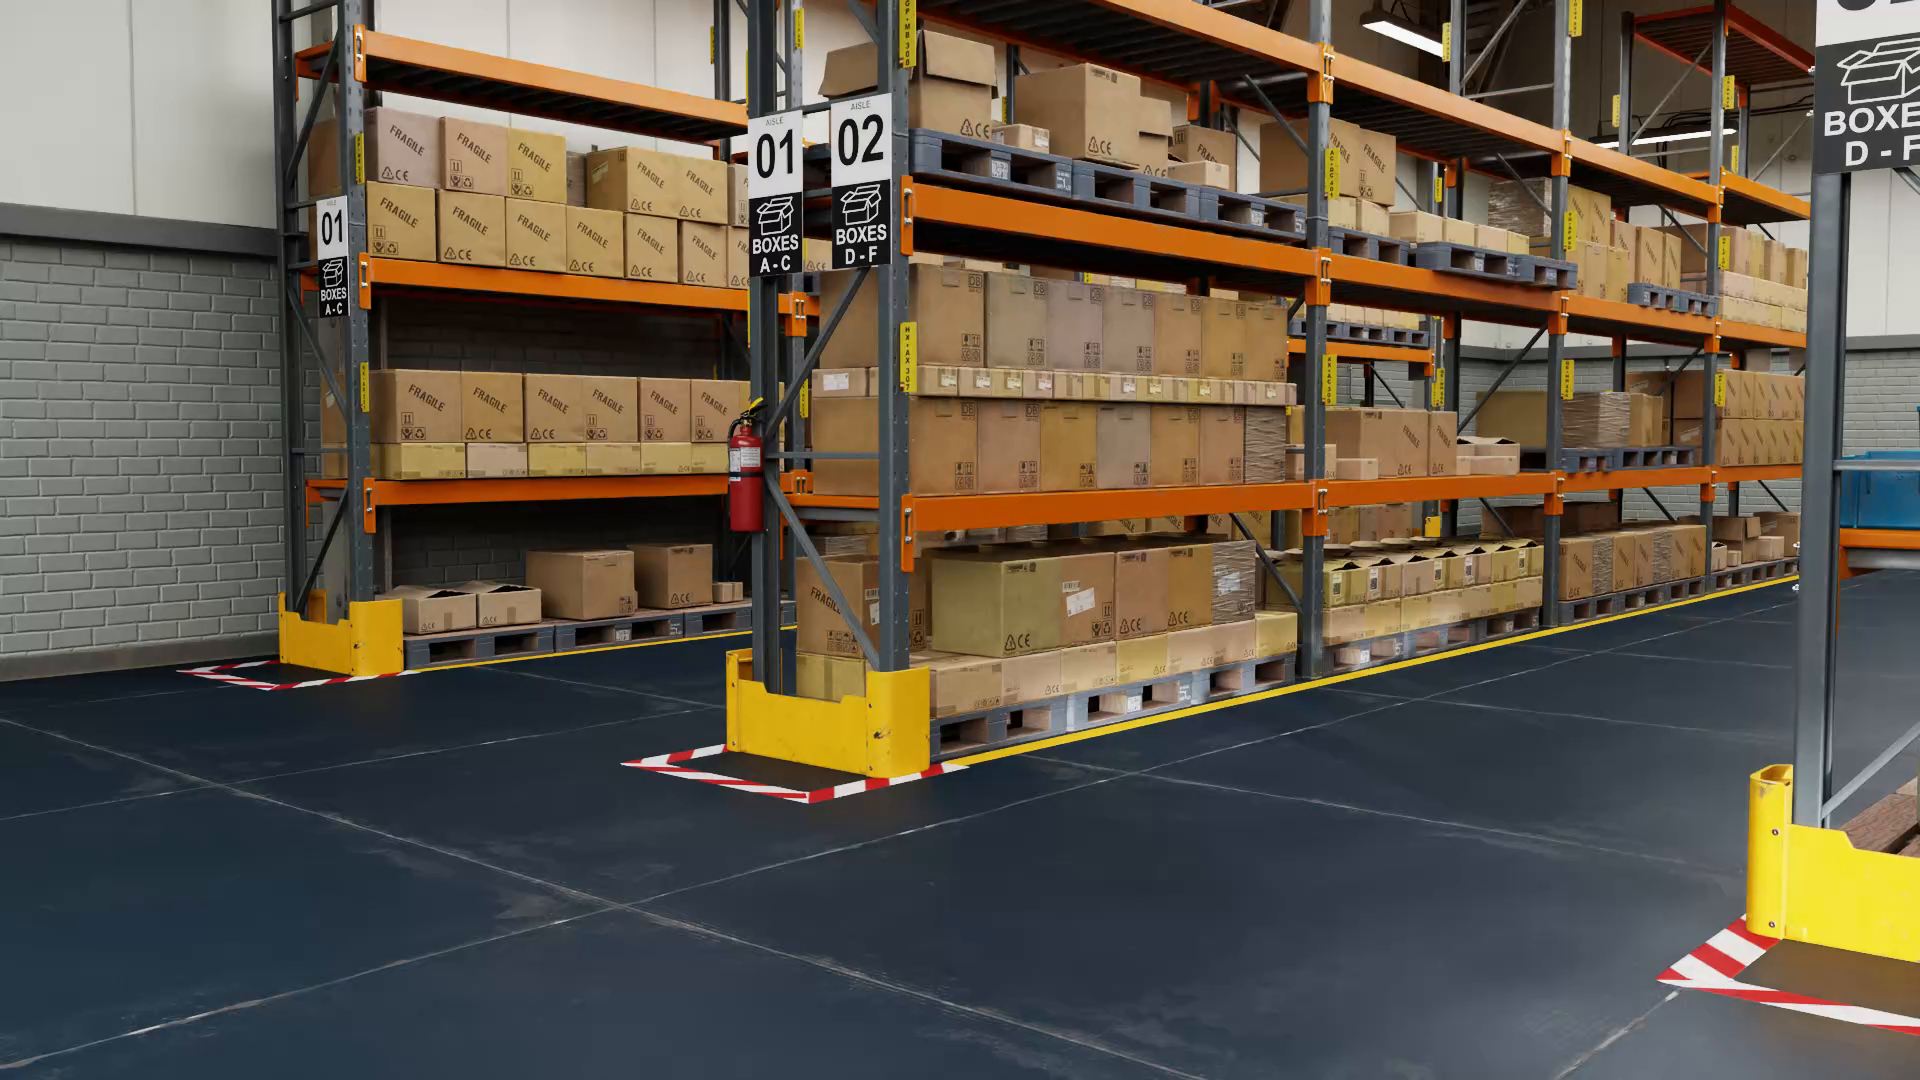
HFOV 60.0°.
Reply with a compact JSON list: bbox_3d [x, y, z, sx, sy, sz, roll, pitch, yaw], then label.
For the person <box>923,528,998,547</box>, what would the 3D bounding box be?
[{"bbox_3d":[-0.012,0.008,11.357,0.474,1.786,0.558,3,5,41],"label":"person"}]
